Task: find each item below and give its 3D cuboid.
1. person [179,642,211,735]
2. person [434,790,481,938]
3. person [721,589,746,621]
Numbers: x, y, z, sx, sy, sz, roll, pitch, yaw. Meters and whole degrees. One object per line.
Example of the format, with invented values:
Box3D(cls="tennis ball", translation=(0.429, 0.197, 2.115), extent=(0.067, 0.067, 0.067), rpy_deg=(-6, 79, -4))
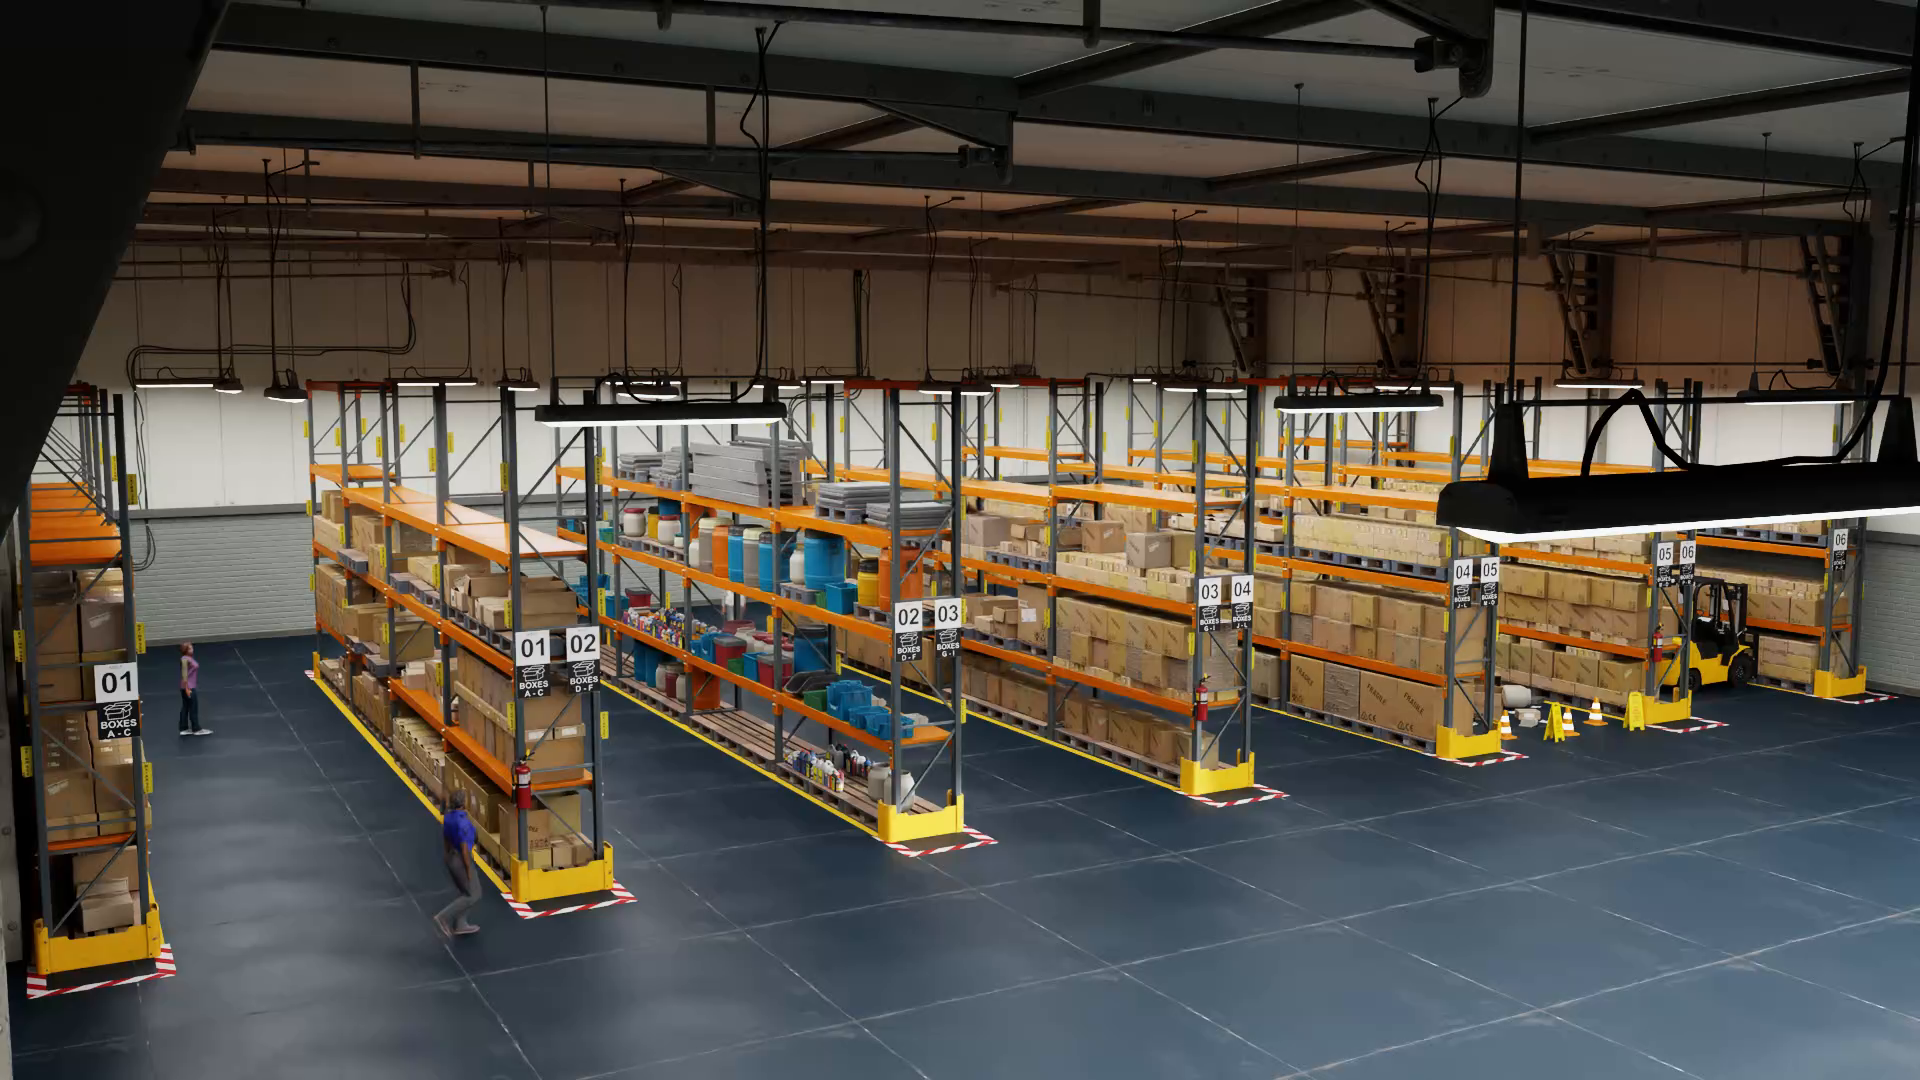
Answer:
Box3D(cls="person", translation=(-13.082, 2.526, 28.353), extent=(0.490, 1.599, 0.432), rpy_deg=(-3, 7, -30))
Box3D(cls="person", translation=(-5.541, 3.565, 18.255), extent=(0.510, 1.620, 0.467), rpy_deg=(-3, 7, -29))
Box3D(cls="person", translation=(-5.127, 1.465, 37.603), extent=(0.601, 1.744, 0.699), rpy_deg=(-3, 7, -25))
